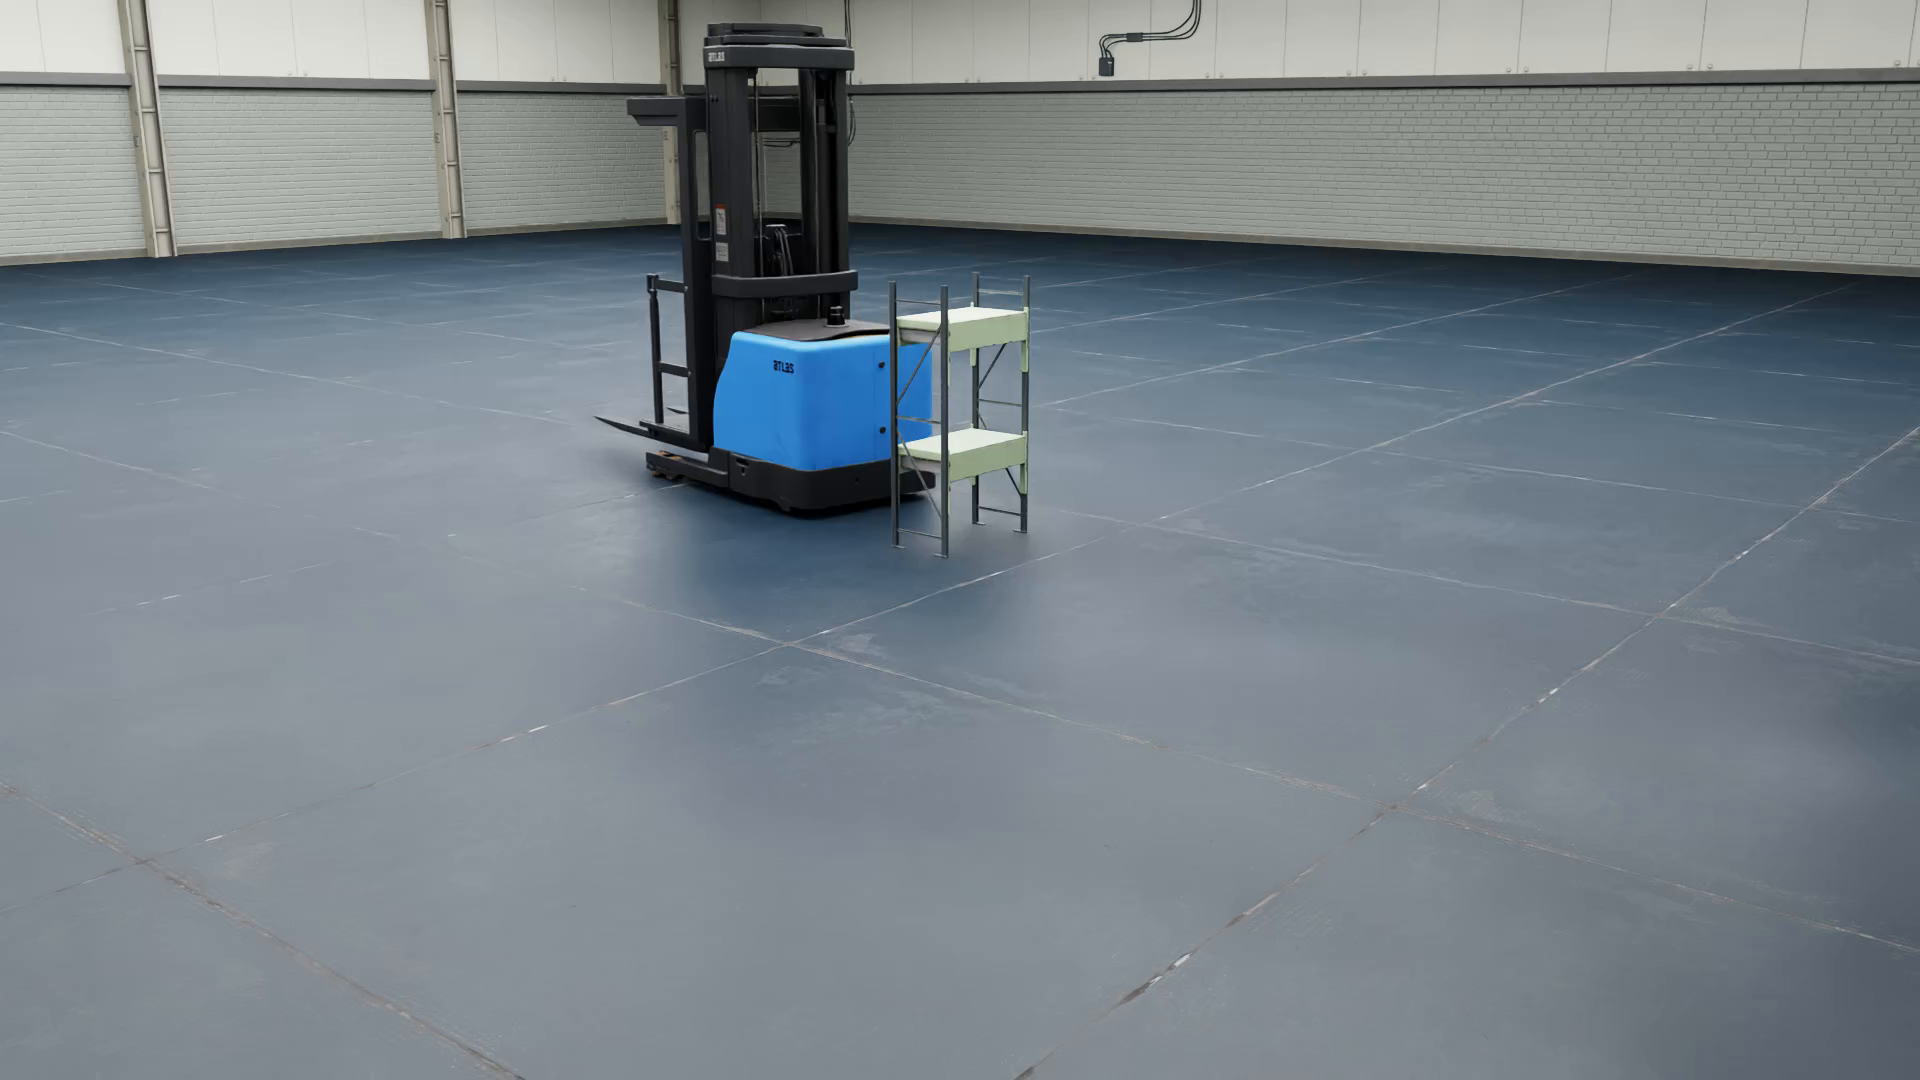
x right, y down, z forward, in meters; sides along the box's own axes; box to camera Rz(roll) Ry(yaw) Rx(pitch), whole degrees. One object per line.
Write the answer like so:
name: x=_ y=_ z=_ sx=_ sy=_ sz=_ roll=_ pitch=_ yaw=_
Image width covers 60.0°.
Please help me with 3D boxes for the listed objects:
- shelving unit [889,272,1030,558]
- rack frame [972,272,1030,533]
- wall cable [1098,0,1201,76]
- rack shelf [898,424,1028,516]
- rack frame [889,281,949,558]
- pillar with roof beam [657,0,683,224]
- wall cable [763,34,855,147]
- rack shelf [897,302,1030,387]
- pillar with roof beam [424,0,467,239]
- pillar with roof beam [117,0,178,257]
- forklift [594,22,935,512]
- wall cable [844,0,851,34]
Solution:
shelving unit: x=0.004 y=-0.728 z=9.443 sx=0.431 sy=1.500 sz=0.755 roll=11 pitch=18 yaw=38
rack frame: x=0.234 y=-0.798 z=9.719 sx=0.400 sy=1.500 sz=0.023 roll=11 pitch=18 yaw=38
wall cable: x=3.740 y=-12.197 z=32.451 sx=2.305 sy=6.003 sz=0.169 roll=11 pitch=18 yaw=38
rack shelf: x=0.004 y=-0.412 z=9.524 sx=0.431 sy=0.370 sz=0.720 roll=11 pitch=18 yaw=38
rack frame: x=-0.226 y=-0.658 z=9.167 sx=0.400 sy=1.500 sz=0.023 roll=11 pitch=18 yaw=38
pillar with roof beam: x=-3.166 y=-10.995 z=34.627 sx=9.100 sy=9.000 sz=0.400 roll=11 pitch=18 yaw=38
wall cable: x=-3.634 y=-10.516 z=39.047 sx=3.097 sy=2.526 sz=0.112 roll=11 pitch=18 yaw=38
rack shelf: x=0.004 y=-1.106 z=9.347 sx=0.431 sy=0.370 sz=0.720 roll=11 pitch=18 yaw=38
pillar with roof beam: x=-6.937 y=-9.846 z=30.103 sx=9.100 sy=9.000 sz=0.400 roll=11 pitch=18 yaw=38
pillar with roof beam: x=-10.708 y=-8.697 z=25.580 sx=9.100 sy=9.000 sz=0.400 roll=11 pitch=18 yaw=38
forklift: x=-1.488 y=-1.891 z=11.115 sx=1.130 sy=2.935 sz=3.031 roll=-12 pitch=18 yaw=-38
wall cable: x=-1.530 y=-12.545 z=36.777 sx=3.097 sy=2.526 sz=0.112 roll=11 pitch=18 yaw=38
